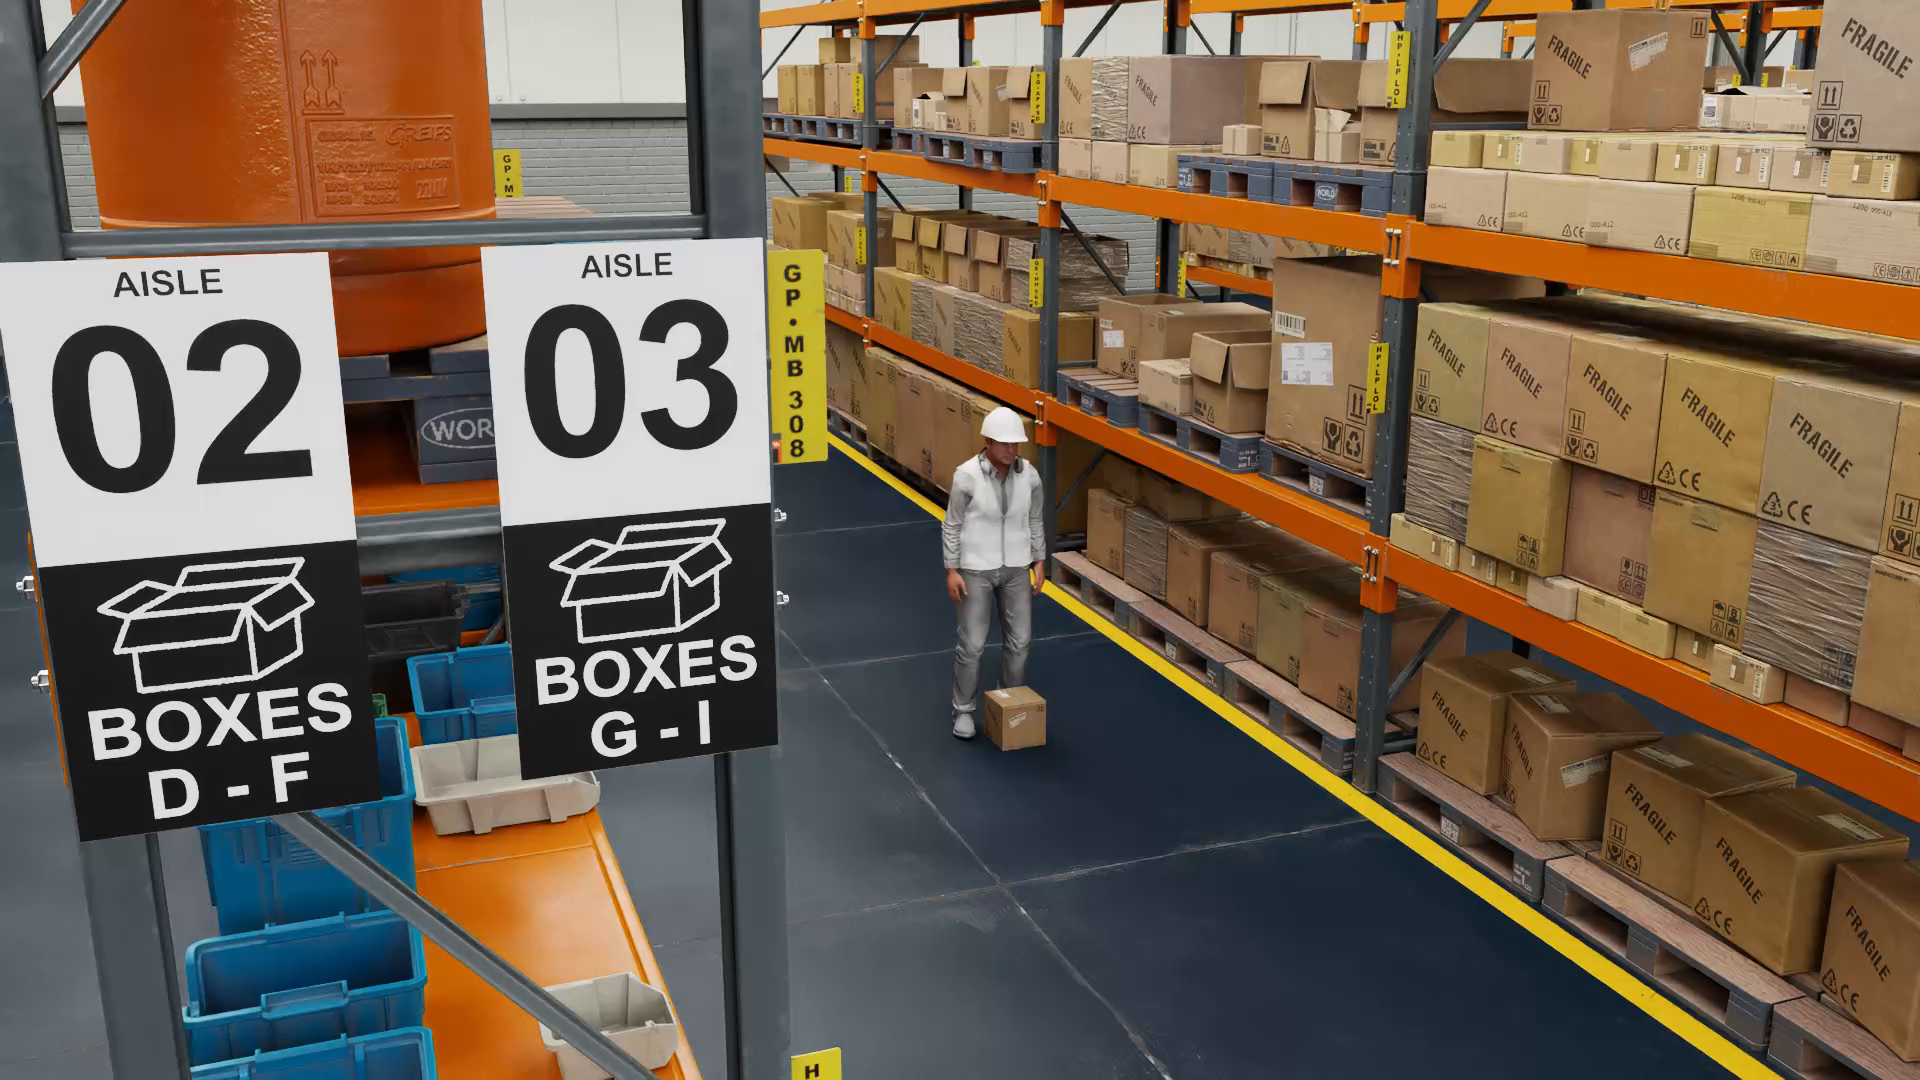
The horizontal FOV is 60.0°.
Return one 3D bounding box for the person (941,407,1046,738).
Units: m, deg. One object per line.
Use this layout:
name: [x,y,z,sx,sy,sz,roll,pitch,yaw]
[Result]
person: [0.188,0.155,8.915,0.580,1.771,0.461,-6,16,-20]
